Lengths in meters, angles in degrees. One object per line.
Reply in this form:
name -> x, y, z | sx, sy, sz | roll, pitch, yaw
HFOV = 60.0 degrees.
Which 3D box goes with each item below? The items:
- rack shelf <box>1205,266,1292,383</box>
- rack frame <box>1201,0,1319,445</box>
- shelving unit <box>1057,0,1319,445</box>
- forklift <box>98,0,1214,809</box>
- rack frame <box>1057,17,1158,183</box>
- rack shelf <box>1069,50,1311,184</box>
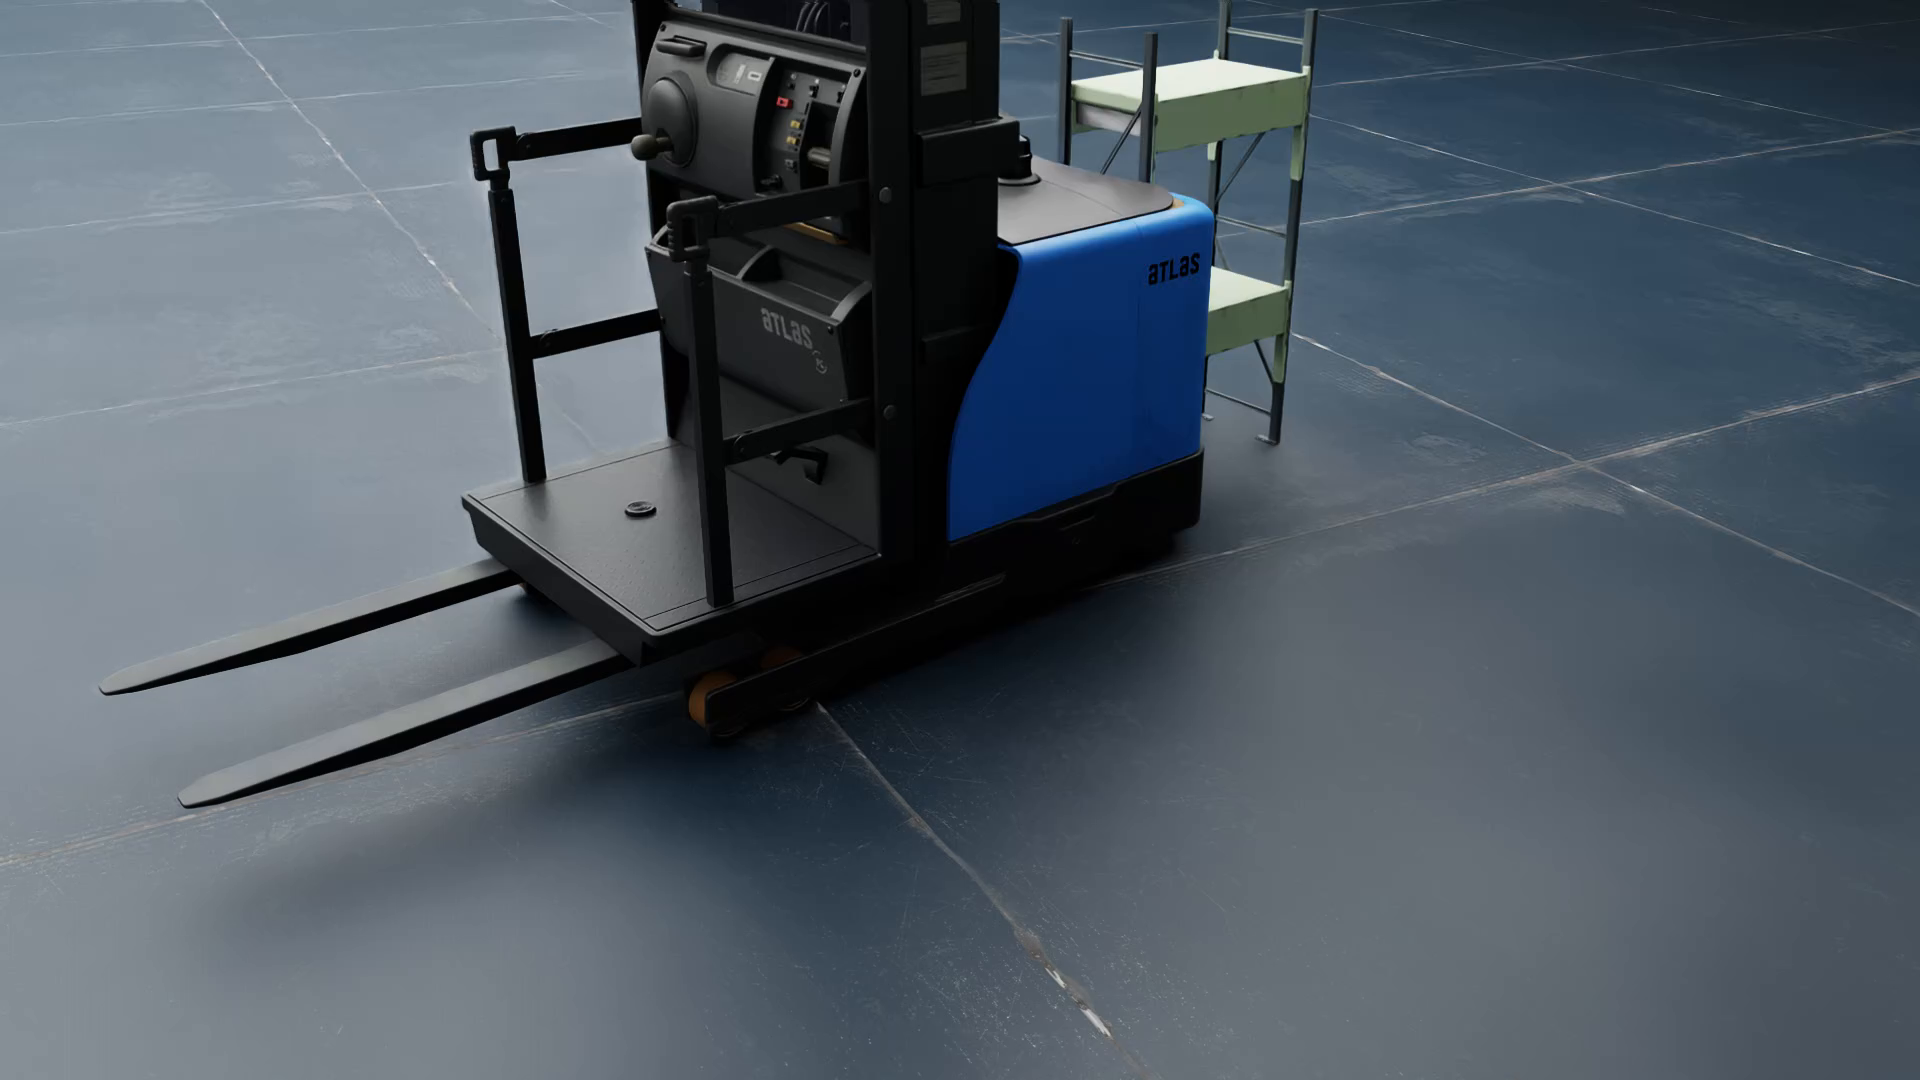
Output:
rack shelf -> 0.730, -0.689, 5.706 | 0.720, 0.370, 0.431 | -20, 32, -35
rack frame -> 1.011, -1.085, 5.776 | 0.023, 1.500, 0.400 | -20, 32, -35
shelving unit -> 0.730, -0.983, 5.565 | 0.755, 1.500, 0.431 | -20, 32, -35
forklift -> -0.703, -1.080, 4.113 | 3.031, 2.935, 1.130 | -20, 32, -35
rack frame -> 0.448, -0.882, 5.354 | 0.023, 1.500, 0.400 | -20, 32, -35
rack shelf -> 0.730, -1.335, 5.396 | 0.720, 0.370, 0.431 | -20, 32, -35
